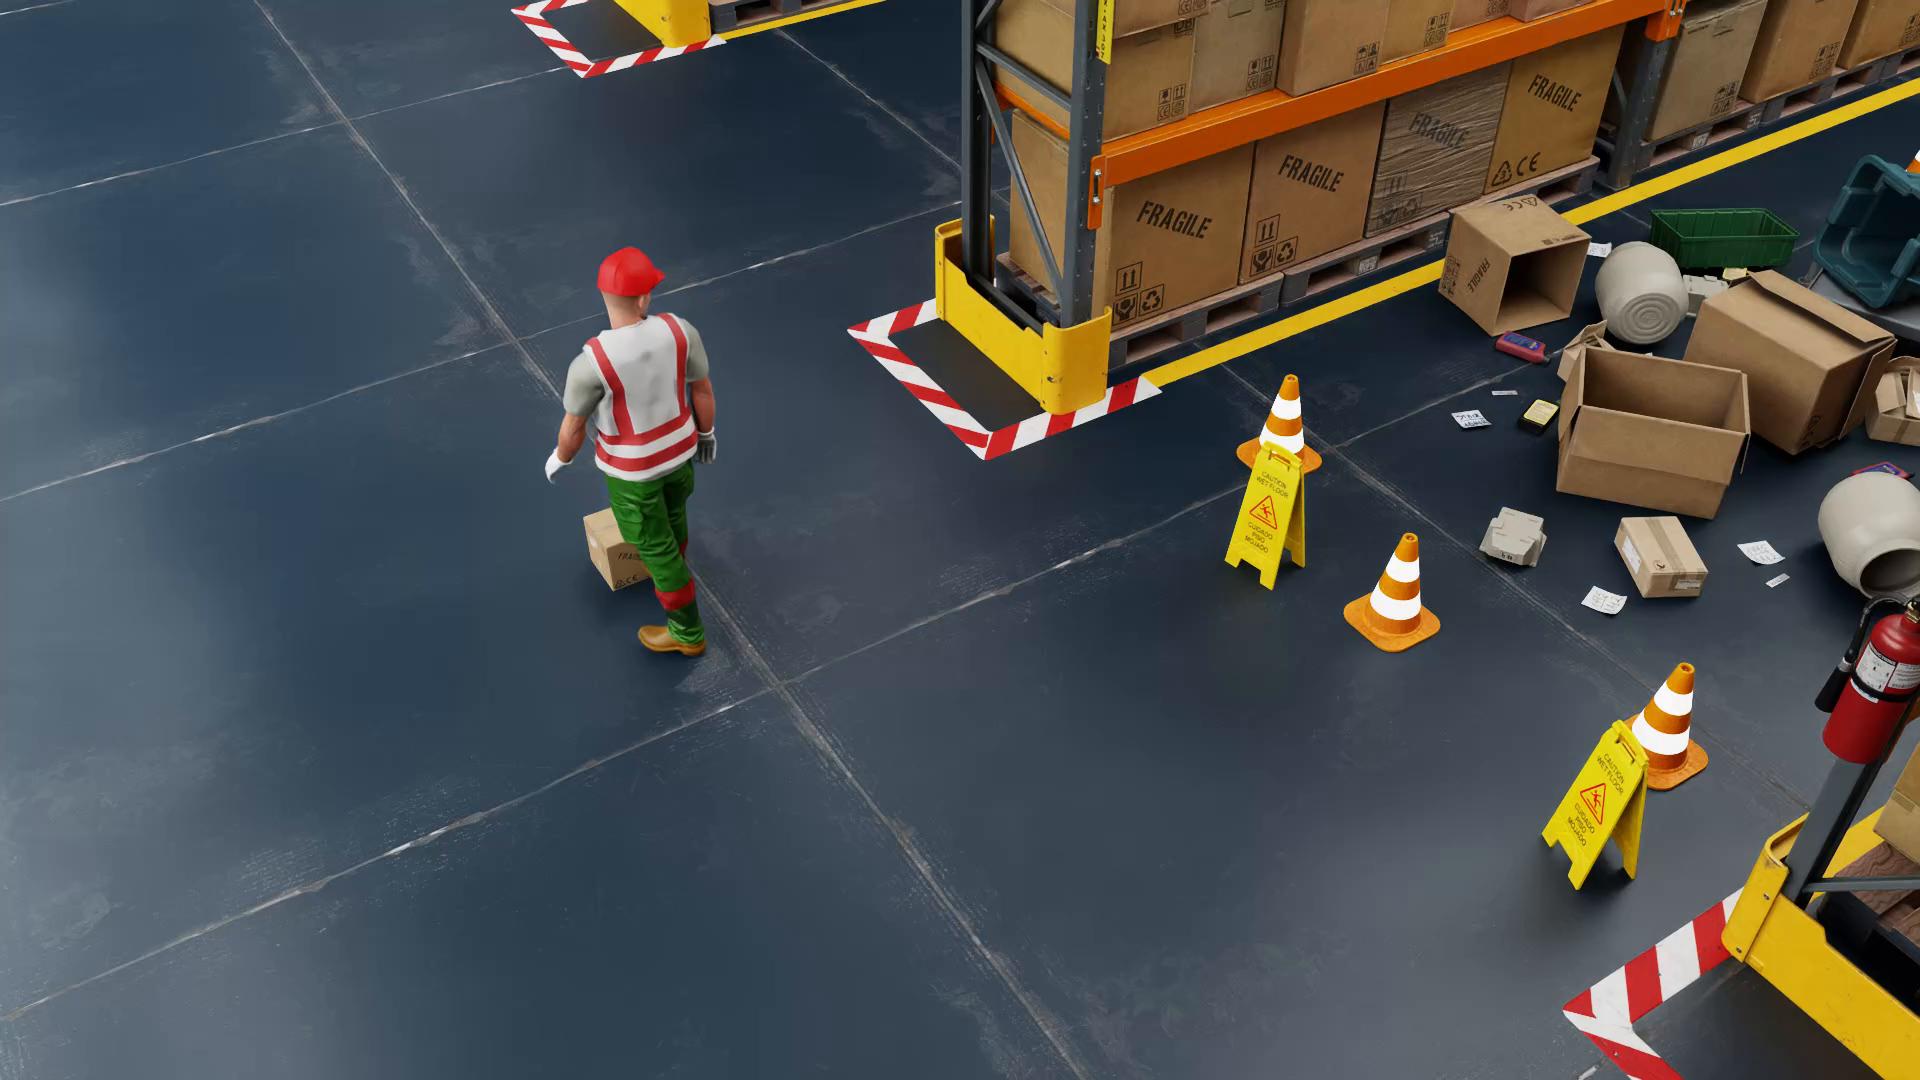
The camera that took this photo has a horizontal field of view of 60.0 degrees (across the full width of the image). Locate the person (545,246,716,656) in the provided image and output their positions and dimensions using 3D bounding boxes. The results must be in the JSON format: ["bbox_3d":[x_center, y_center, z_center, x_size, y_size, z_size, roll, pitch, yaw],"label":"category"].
[{"bbox_3d":[-1.313,-0.369,6.537,0.615,1.770,0.727,-32,50,-32],"label":"person"}]
